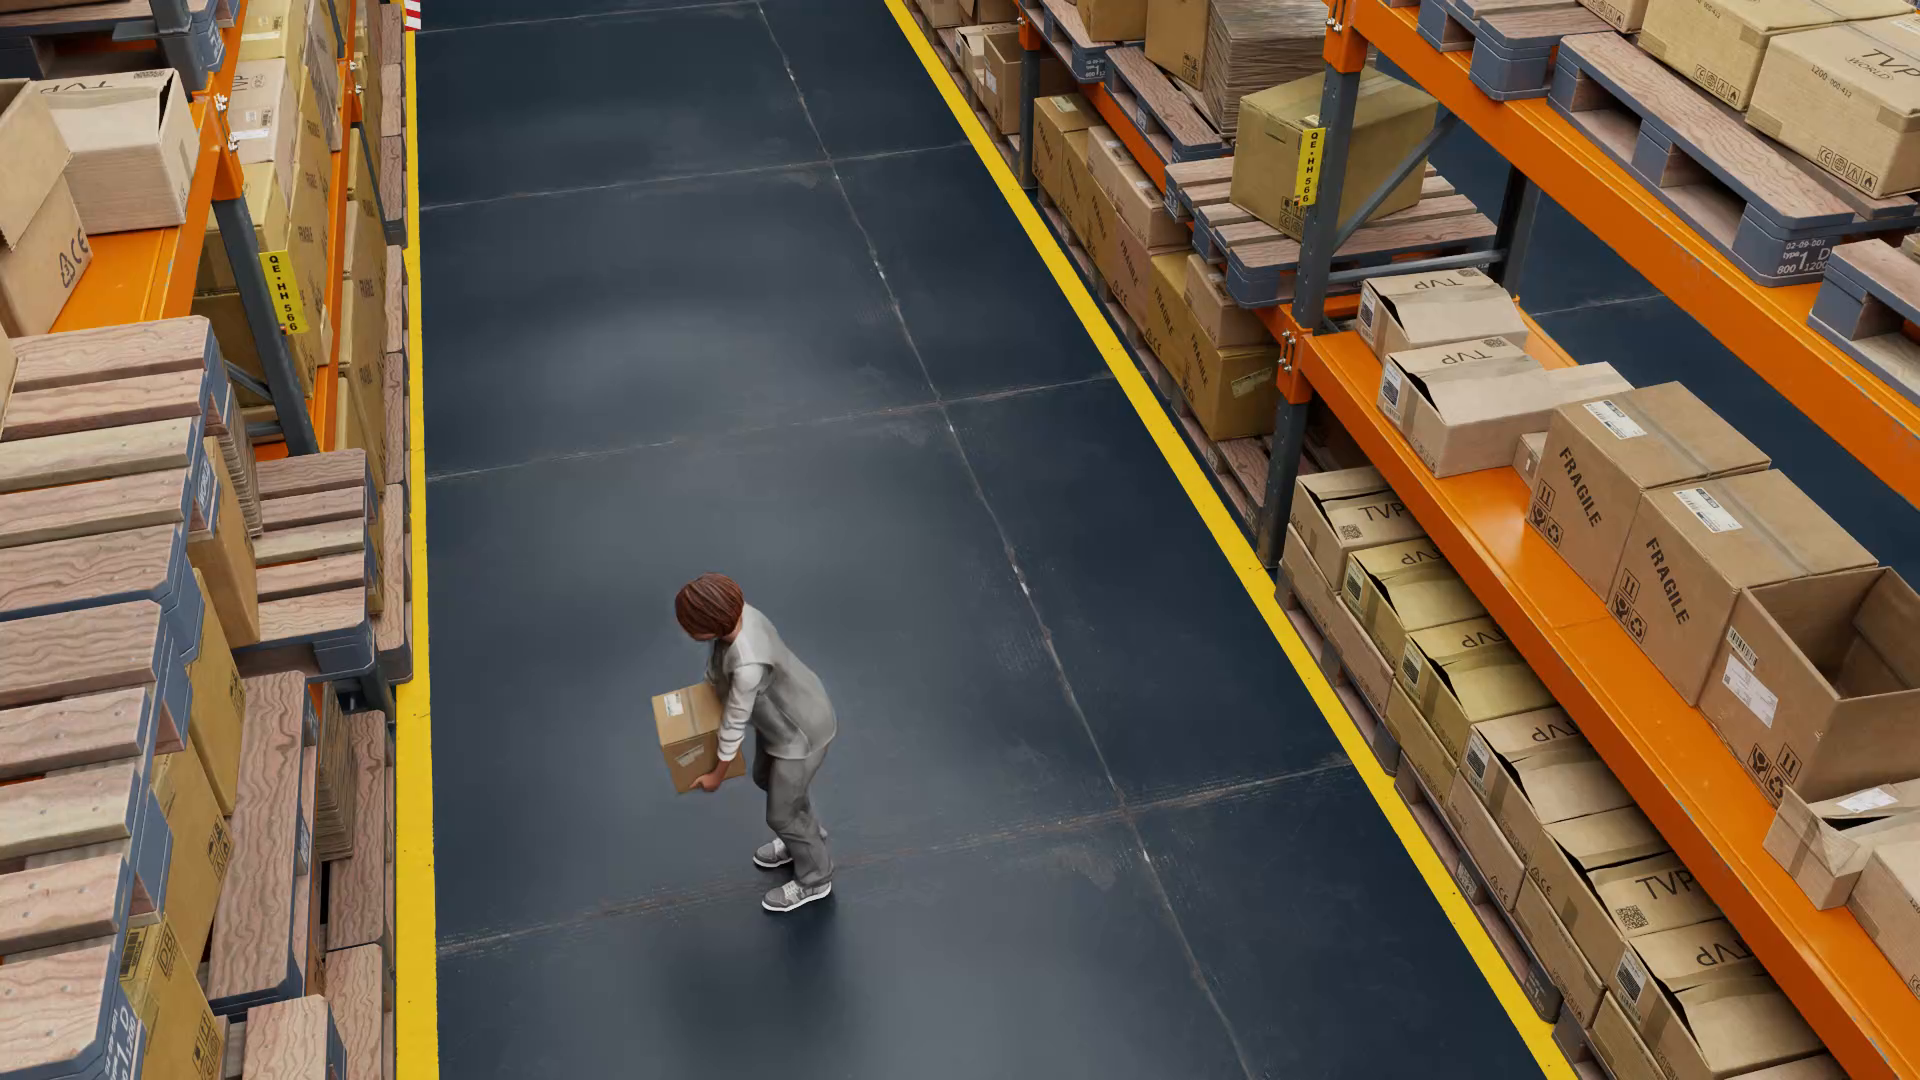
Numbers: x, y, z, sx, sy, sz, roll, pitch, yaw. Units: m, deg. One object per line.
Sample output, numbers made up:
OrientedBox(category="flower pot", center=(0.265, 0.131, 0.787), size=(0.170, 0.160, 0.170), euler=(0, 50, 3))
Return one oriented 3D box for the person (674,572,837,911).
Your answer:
OrientedBox(category="person", center=(-0.709, 0.707, 5.889), size=(0.547, 1.541, 0.374), euler=(-10, 40, -12))
